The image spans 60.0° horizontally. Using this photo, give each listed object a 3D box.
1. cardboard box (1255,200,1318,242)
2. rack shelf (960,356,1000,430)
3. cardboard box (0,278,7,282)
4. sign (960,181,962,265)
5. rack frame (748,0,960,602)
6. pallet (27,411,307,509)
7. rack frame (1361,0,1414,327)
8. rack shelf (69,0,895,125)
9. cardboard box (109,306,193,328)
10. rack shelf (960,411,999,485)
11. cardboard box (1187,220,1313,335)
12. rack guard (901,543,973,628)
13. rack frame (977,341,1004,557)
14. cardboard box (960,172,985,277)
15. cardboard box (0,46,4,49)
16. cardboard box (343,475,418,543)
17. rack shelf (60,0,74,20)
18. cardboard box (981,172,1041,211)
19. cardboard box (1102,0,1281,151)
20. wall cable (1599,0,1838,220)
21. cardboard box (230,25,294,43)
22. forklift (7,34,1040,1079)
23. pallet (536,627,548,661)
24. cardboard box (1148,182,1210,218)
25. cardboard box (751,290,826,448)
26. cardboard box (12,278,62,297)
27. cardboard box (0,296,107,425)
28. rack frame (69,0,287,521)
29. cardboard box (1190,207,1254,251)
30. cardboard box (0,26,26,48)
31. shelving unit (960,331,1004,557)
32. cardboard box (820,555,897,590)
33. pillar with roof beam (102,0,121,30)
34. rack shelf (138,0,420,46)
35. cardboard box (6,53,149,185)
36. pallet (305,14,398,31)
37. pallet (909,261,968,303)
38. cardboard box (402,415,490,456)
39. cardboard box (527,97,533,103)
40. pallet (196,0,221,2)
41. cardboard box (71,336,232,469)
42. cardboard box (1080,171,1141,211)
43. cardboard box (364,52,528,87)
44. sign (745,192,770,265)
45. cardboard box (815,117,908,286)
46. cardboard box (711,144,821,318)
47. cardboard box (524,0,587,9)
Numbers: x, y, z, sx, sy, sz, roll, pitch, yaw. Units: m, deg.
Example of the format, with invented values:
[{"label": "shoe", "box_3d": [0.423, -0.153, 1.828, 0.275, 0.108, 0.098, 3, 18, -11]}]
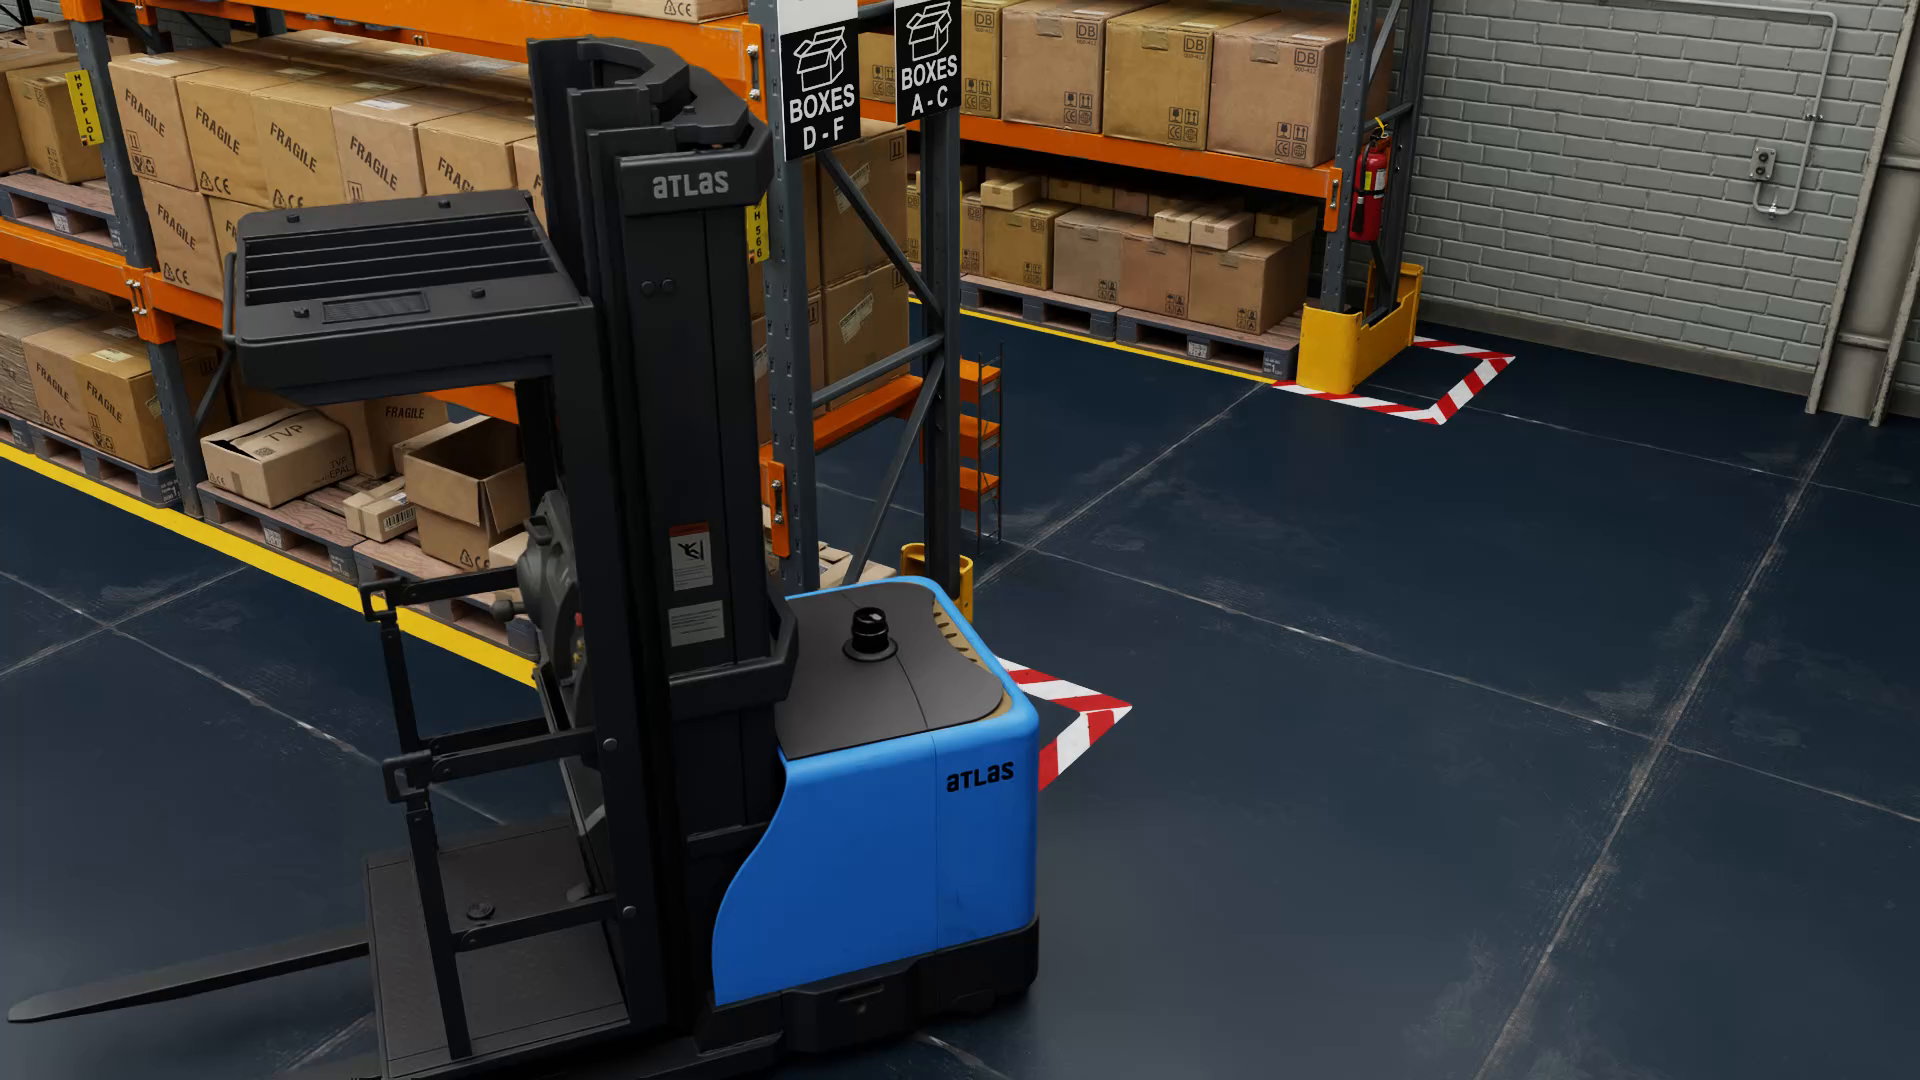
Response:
[{"label": "cardboard box", "box_3d": [2.054, -2.008, 10.467, 0.250, 0.149, 0.380, 18, 32, 31]}, {"label": "rack shelf", "box_3d": [0.044, -0.698, 7.861, 0.240, 0.259, 0.215, 17, 32, 30]}, {"label": "cardboard box", "box_3d": [-5.866, -1.258, 9.685, 0.500, 0.500, 0.500, 17, 31, 30]}, {"label": "sign", "box_3d": [-0.023, -1.197, 6.340, 0.005, 0.325, 0.100, 17, 32, 30]}, {"label": "rack frame", "box_3d": [-0.330, -0.608, 6.138, 0.127, 3.000, 1.000, 17, 32, 30]}, {"label": "pallet", "box_3d": [-4.319, -0.587, 9.172, 1.213, 0.211, 1.003, 17, 32, 30]}, {"label": "rack frame", "box_3d": [2.469, -2.460, 9.777, 0.053, 2.616, 0.949, 17, 32, 30]}, {"label": "rack shelf", "box_3d": [-1.979, -2.138, 6.630, 4.000, 0.370, 1.077, 17, 32, 30]}, {"label": "cardboard box", "box_3d": [-4.334, -1.066, 9.308, 0.500, 0.500, 0.500, 18, 32, 31]}, {"label": "rack shelf", "box_3d": [0.044, -0.445, 7.990, 0.240, 0.259, 0.215, 17, 32, 30]}, {"label": "cardboard box", "box_3d": [1.838, -1.677, 10.530, 0.500, 0.500, 0.700, 17, 32, 30]}, {"label": "rack guard", "box_3d": [-0.393, 0.486, 6.743, 0.348, 0.500, 1.175, 17, 32, 30]}, {"label": "rack frame", "box_3d": [0.145, -0.423, 7.923, 0.008, 1.050, 0.200, 17, 32, 30]}, {"label": "cardboard box", "box_3d": [0.145, -2.201, 11.560, 0.500, 0.500, 0.700, 17, 32, 30]}, {"label": "cardboard box", "box_3d": [-5.696, -2.468, 9.220, 0.700, 0.500, 0.500, -24, 36, -39]}, {"label": "cardboard box", "box_3d": [-2.685, -0.162, 7.899, 0.250, 0.166, 0.380, 17, 32, 30]}, {"label": "rack shelf", "box_3d": [-5.276, -3.165, 8.648, 4.000, 0.370, 1.077, 17, 32, 30]}, {"label": "cardboard box", "box_3d": [0.342, -2.330, 11.099, 0.250, 0.149, 0.380, 16, 31, 29]}, {"label": "cardboard box", "box_3d": [1.439, -2.905, 10.320, 0.700, 0.700, 0.980, 17, 32, 30]}, {"label": "wall cable", "box_3d": [4.062, -2.939, 9.597, 1.851, 1.984, 0.084, 17, 32, 30]}, {"label": "cardboard box", "box_3d": [-6.439, -4.664, 15.552, 0.500, 0.250, 0.500, 17, 31, 29]}, {"label": "forklift", "box_3d": [-1.321, 0.196, 4.633, 3.031, 2.935, 1.130, -10, 29, -19]}, {"label": "pallet", "box_3d": [-1.051, 0.411, 7.210, 1.213, 0.211, 1.003, 17, 32, 30]}, {"label": "cardboard box", "box_3d": [1.430, -2.203, 10.849, 0.250, 0.149, 0.380, 18, 32, 31]}, {"label": "cardboard box", "box_3d": [-0.853, -0.666, 6.141, 0.500, 0.500, 0.500, 18, 32, 32]}, {"label": "cardboard box", "box_3d": [-5.158, -1.327, 9.821, 0.500, 0.500, 0.500, 16, 31, 28]}, {"label": "cardboard box", "box_3d": [-5.012, -0.996, 9.171, 0.500, 0.500, 0.500, 18, 32, 31]}, {"label": "rack frame", "box_3d": [-3.627, -1.635, 8.156, 0.127, 3.000, 1.000, 17, 32, 30]}, {"label": "cardboard box", "box_3d": [1.629, -1.931, 10.314, 0.250, 0.149, 0.380, 17, 31, 30]}, {"label": "cardboard box", "box_3d": [-10.198, -5.356, 17.947, 0.500, 0.311, 0.500, 14, 30, 25]}, {"label": "shelving unit", "box_3d": [0.044, -0.454, 7.985, 0.252, 1.050, 0.215, 17, 32, 30]}, {"label": "cardboard box", "box_3d": [-0.481, 0.230, 7.149, 0.250, 0.149, 0.380, 17, 32, 30]}, {"label": "pillar with roof beam", "box_3d": [-12.088, -7.778, 13.611, 0.400, 9.000, 9.100, 17, 32, 30]}, {"label": "rack shelf", "box_3d": [-5.772, -4.708, 14.988, 4.000, 0.370, 1.077, 17, 32, 30]}, {"label": "cardboard box", "box_3d": [-4.494, -2.225, 8.742, 0.500, 0.500, 0.700, 23, 35, 38]}, {"label": "pallet", "box_3d": [-4.771, -4.573, 14.141, 1.003, 0.211, 1.213, 17, 32, 30]}, {"label": "pallet", "box_3d": [-0.243, -2.021, 11.989, 1.213, 0.211, 1.003, 17, 32, 30]}, {"label": "cardboard box", "box_3d": [-2.379, -0.400, 8.209, 0.500, 0.311, 0.500, 17, 32, 30]}, {"label": "cardboard box", "box_3d": [-1.391, -1.573, 6.820, 0.500, 0.500, 0.500, 18, 32, 31]}, {"label": "pallet", "box_3d": [-6.872, -5.207, 15.385, 1.213, 0.211, 1.003, 17, 32, 30]}, {"label": "cardboard box", "box_3d": [-4.196, -0.737, 8.662, 0.500, 0.500, 0.500, 17, 32, 30]}, {"label": "cardboard box", "box_3d": [1.008, -2.333, 11.106, 0.250, 0.149, 0.380, 18, 32, 31]}, {"label": "cardboard box", "box_3d": [-2.225, -1.833, 7.331, 0.500, 0.500, 0.500, 18, 32, 31]}, {"label": "sign", "box_3d": [-0.661, -1.063, 5.406, 0.005, 0.325, 0.100, 17, 32, 30]}, {"label": "cardboard box", "box_3d": [-0.547, -1.311, 6.306, 0.500, 0.500, 0.500, 18, 32, 32]}, {"label": "cardboard box", "box_3d": [-0.853, -1.110, 5.911, 0.500, 0.500, 0.500, 17, 32, 30]}, {"label": "cardboard box", "box_3d": [-1.309, -2.044, 5.818, 0.500, 0.250, 0.500, 17, 32, 30]}]
